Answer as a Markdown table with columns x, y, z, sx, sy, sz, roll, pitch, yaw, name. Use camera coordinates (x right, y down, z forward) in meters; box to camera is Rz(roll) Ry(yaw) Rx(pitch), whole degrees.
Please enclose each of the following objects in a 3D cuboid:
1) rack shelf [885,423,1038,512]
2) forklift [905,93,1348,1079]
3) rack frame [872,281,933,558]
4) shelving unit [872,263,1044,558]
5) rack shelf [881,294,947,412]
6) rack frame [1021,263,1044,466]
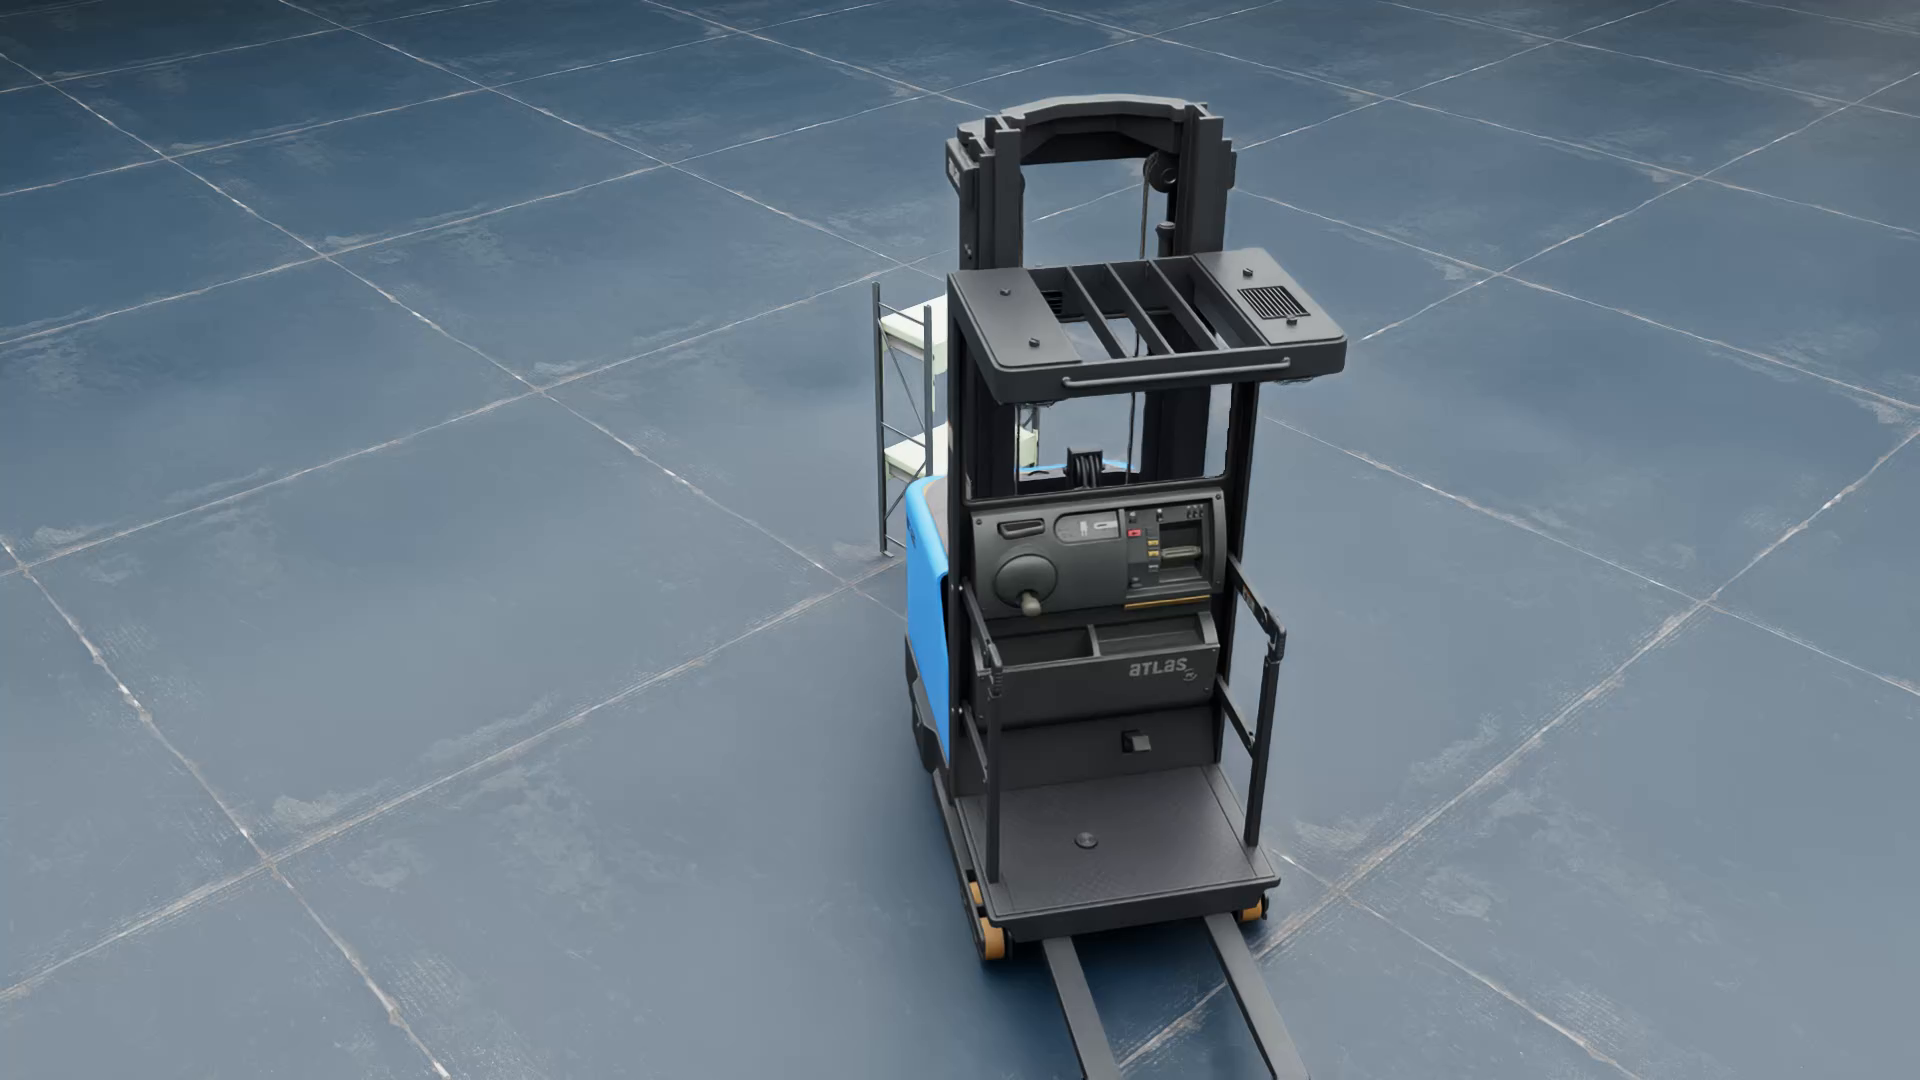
| x | y | z | sx | sy | sz | roll | pitch | yaw | name |
| --- | --- | --- | --- | --- | --- | --- | --- | --- | --- |
| -0.005 | -0.359 | 8.525 | 0.720 | 0.370 | 0.431 | -26 | 40 | -35 | rack shelf |
| 0.548 | 0.101 | 5.776 | 1.130 | 2.935 | 3.031 | -6 | 32 | -10 | forklift |
| -0.273 | -0.508 | 8.143 | 0.023 | 1.500 | 0.400 | -26 | 40 | -35 | rack frame |
| -0.005 | -0.637 | 8.355 | 0.755 | 1.500 | 0.431 | -26 | 40 | -35 | shelving unit |
| -0.005 | -0.970 | 8.151 | 0.720 | 0.370 | 0.431 | -26 | 40 | -35 | rack shelf |
| 0.264 | -0.767 | 8.567 | 0.023 | 1.500 | 0.400 | -26 | 40 | -35 | rack frame |
